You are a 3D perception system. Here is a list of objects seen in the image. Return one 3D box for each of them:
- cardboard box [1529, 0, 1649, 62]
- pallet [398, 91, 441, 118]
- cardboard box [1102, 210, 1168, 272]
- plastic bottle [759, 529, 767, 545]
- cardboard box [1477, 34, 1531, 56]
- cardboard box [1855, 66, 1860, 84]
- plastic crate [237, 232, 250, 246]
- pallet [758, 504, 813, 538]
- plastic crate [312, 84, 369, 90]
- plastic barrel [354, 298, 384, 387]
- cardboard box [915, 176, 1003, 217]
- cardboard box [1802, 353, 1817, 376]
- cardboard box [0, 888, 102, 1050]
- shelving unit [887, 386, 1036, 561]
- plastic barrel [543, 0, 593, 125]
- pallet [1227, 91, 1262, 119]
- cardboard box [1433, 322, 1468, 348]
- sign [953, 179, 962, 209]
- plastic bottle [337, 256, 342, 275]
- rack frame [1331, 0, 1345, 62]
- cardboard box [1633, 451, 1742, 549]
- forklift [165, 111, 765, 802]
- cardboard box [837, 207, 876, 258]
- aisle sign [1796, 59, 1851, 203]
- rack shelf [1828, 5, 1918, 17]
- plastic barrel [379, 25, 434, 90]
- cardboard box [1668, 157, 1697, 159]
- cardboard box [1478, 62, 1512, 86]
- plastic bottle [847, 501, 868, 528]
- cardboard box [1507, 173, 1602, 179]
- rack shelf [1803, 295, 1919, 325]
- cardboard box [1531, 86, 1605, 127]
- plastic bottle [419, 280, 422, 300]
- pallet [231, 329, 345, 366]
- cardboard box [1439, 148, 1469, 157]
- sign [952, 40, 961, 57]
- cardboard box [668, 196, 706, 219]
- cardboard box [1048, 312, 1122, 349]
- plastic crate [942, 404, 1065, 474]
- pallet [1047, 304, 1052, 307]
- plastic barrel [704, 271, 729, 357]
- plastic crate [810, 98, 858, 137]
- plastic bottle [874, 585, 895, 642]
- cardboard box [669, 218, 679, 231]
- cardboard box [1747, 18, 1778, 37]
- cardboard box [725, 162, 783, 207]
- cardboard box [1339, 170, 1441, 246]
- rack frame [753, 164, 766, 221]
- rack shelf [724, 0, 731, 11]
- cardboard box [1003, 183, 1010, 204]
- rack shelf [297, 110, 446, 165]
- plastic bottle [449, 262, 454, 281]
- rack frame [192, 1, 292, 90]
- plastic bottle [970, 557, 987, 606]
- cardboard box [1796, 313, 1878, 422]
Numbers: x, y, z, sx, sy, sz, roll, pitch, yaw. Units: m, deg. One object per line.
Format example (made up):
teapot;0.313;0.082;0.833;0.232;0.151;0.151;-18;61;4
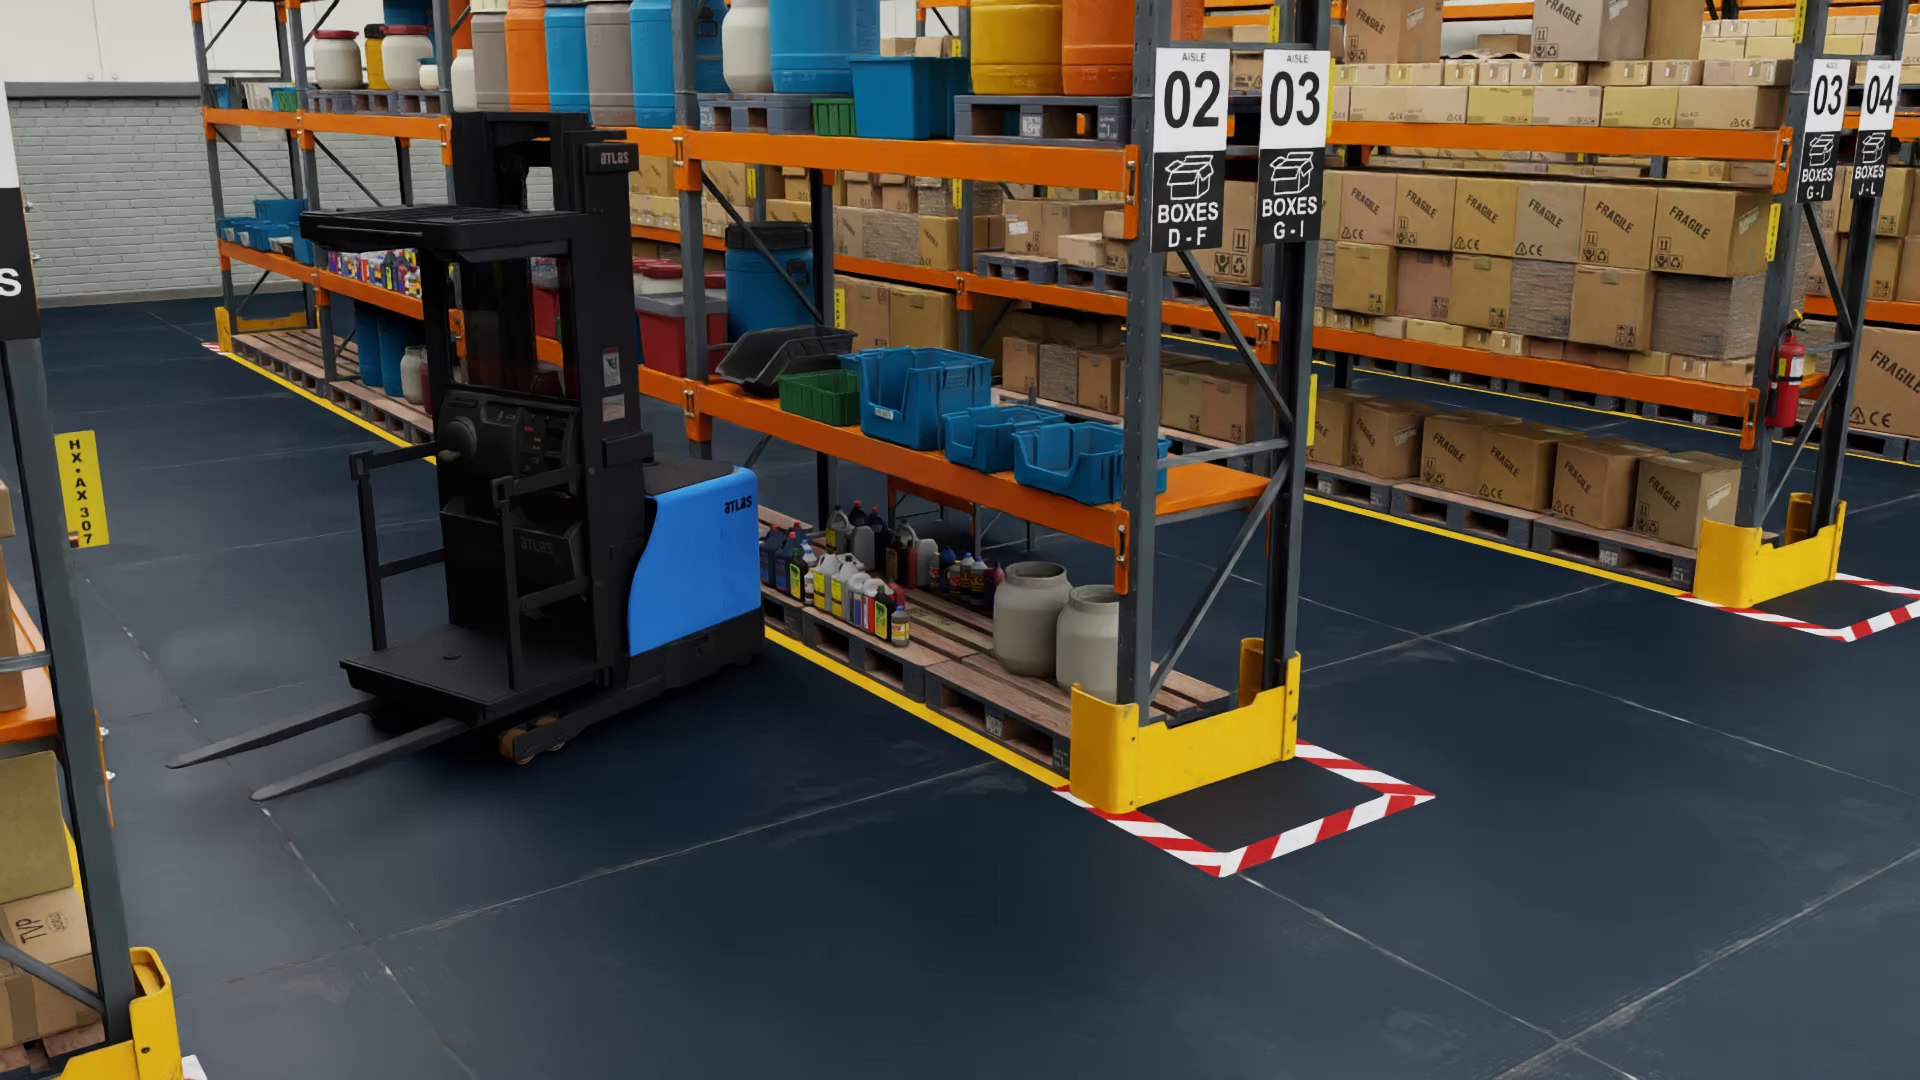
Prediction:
cardboard box;4.011;-3.307;10.594;0.500;0.500;0.500;-11;19;-35
pallet;-3.954;-3.609;13.756;1.003;0.211;1.213;-11;19;-35
cardboard box;1.681;-2.598;14.394;0.797;0.503;0.637;-9;18;-29
plastic bottle;-1.186;0.082;9.922;0.152;0.276;0.135;-10;18;-33
cardboard box;5.743;-5.010;17.343;0.500;0.500;0.500;-11;19;-35
cardboard box;7.536;-3.912;13.996;0.380;0.149;0.250;-11;19;-34
plastic crate;-7.887;-3.355;18.538;0.250;0.136;0.298;-11;19;-35
pallet;-1.724;-0.037;11.313;1.003;0.211;1.213;-11;19;-35
plastic crate;-6.444;-4.621;17.342;0.497;0.269;0.590;-11;19;-35
plastic barrel;-5.629;-2.001;16.383;0.600;0.901;0.708;-11;19;-35
cardboard box;0.007;-3.534;16.718;0.797;0.503;0.637;-10;18;-33
cardboard box;5.152;-1.112;10.433;0.380;0.149;0.250;-11;19;-35
cardboard box;-3.023;1.376;5.279;0.500;0.250;0.500;-11;19;-35
shelving unit;-0.004;-0.544;11.433;0.538;1.125;1.048;-11;19;-35
plastic barrel;-2.475;-3.264;11.186;0.600;0.901;0.708;-11;19;-35
pallet;2.498;-3.494;13.334;1.213;0.211;1.003;-11;19;-35
cardboard box;3.551;-1.458;11.695;0.380;0.149;0.250;-11;19;-35
sign;-0.024;-3.315;15.814;0.100;0.325;0.005;-11;19;-35
plastic bottle;-5.903;-2.638;15.910;0.097;0.201;0.097;0;15;0
rack frame;4.495;-6.486;18.226;1.000;3.000;0.127;-11;19;-35
cardboard box;4.774;-0.268;10.814;0.500;0.500;0.500;-7;17;-24
forklift;-2.313;-0.509;7.884;1.130;2.935;3.031;10;18;33
cardboard box;-0.962;-3.285;17.708;0.500;0.500;0.500;-10;18;-33
aisle sign;4.921;-2.329;9.481;0.394;0.787;0.004;-11;19;-35
rack shelf;13.628;-7.080;22.517;1.077;0.370;4.000;-11;19;-35
plastic barrel;-4.747;-4.145;14.303;0.433;0.535;0.433;0;15;0
cardboard box;9.244;-4.614;21.202;0.500;0.500;0.500;-11;19;-35
cardboard box;3.693;-3.117;11.128;0.380;0.149;0.250;-10;18;-33
plastic bottle;-0.619;-0.062;10.307;0.144;0.351;0.185;-11;19;-36
cardboard box;4.142;-2.289;11.612;0.500;0.500;0.500;-11;19;-35
rack shelf;8.023;-1.964;14.432;1.077;0.370;4.000;-11;19;-35
cardboard box;4.048;-2.790;10.691;0.500;0.250;0.500;-10;18;-33
plastic bottle;-4.526;-2.138;14.083;0.097;0.201;0.097;0;15;0
pallet;-7.833;-2.256;19.419;1.003;0.211;1.213;-11;19;-35
cardboard box;7.037;-5.307;23.200;0.500;0.500;0.500;-11;19;-35
sign;-0.030;-4.494;15.501;0.100;0.325;0.005;-11;19;-35
cardboard box;-3.302;-4.150;20.778;0.500;0.250;0.500;-11;19;-36
cardboard box;1.162;-1.962;15.543;0.500;0.250;0.500;-8;17;-28
plastic crate;0.207;-0.495;7.984;0.499;0.251;0.408;-11;19;-35
pallet;0.998;-3.500;23.963;1.003;0.211;1.213;-11;19;-35
plastic barrel;-1.616;-1.525;11.207;0.433;0.535;0.433;0;15;0
plastic crate;-0.524;-2.186;8.601;0.336;0.188;0.450;-11;19;-35
plastic bottle;-0.397;0.385;8.799;0.061;0.283;0.133;-10;18;-33
cardboard box;-3.433;-3.976;20.895;0.380;0.149;0.250;-11;19;-36
cardboard box;7.085;-4.460;14.488;0.380;0.149;0.250;-11;19;-35
cardboard box;-2.415;-4.187;19.493;0.500;0.500;0.500;-10;18;-33
cardboard box;3.129;-2.421;12.094;0.500;0.500;0.500;-11;19;-35
rack frame;-1.929;-3.698;19.405;1.000;3.000;0.127;-11;19;-35
rack shelf;-3.104;-6.479;20.321;1.077;0.370;4.000;-11;19;-35
cardboard box;0.749;-5.028;23.513;0.500;0.500;0.500;-11;19;-36
rack shelf;-4.759;-3.602;14.734;1.077;0.370;4.000;-11;19;-35
plastic bottle;-4.526;-2.472;15.020;0.144;0.351;0.185;-11;19;-35
rack frame;-8.287;-6.677;18.925;1.000;3.000;0.127;-11;19;-35
plastic bottle;0.105;0.228;9.394;0.097;0.271;0.097;0;15;0
cardboard box;7.693;-1.579;14.891;0.875;0.875;0.875;-11;19;-34
